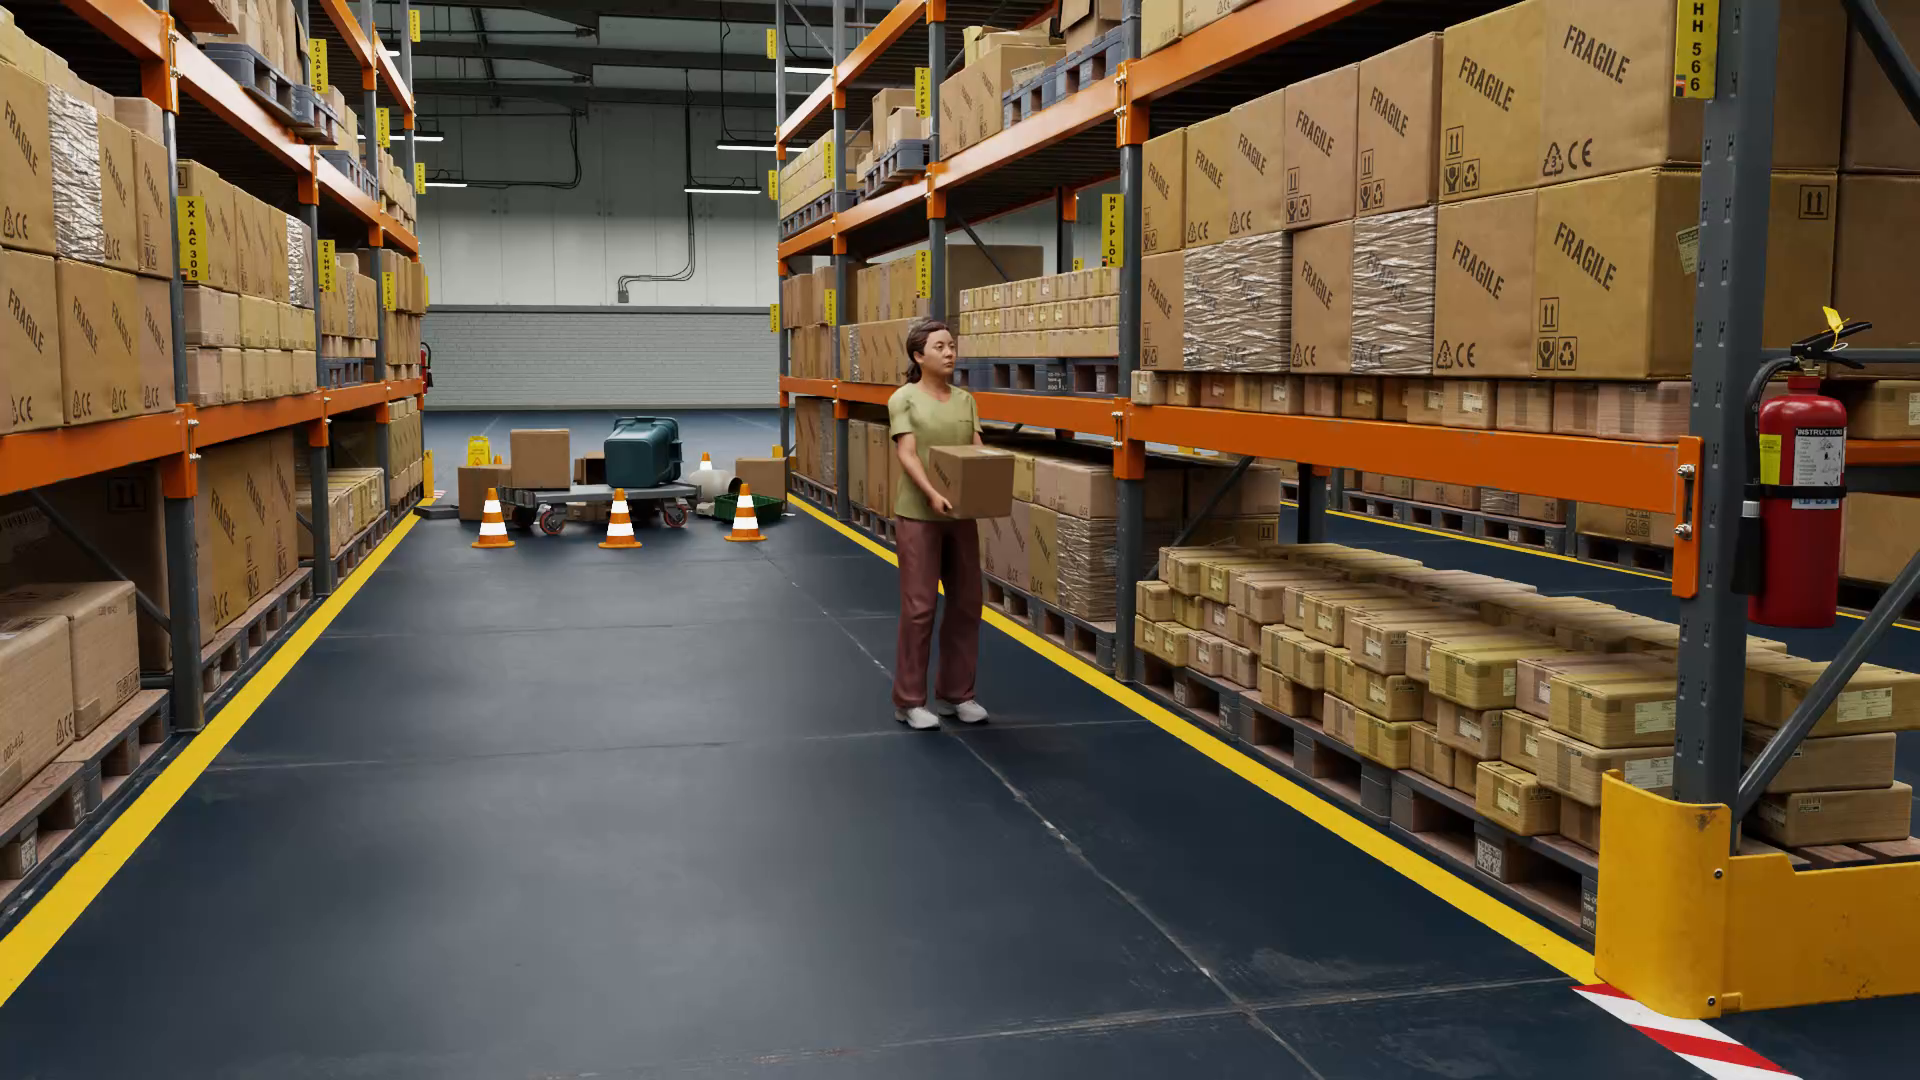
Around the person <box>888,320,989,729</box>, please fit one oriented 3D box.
[{"bbox_3d":[-0.060,-0.066,6.814,0.425,1.663,0.561,-4,7,-31],"label":"person"}]
